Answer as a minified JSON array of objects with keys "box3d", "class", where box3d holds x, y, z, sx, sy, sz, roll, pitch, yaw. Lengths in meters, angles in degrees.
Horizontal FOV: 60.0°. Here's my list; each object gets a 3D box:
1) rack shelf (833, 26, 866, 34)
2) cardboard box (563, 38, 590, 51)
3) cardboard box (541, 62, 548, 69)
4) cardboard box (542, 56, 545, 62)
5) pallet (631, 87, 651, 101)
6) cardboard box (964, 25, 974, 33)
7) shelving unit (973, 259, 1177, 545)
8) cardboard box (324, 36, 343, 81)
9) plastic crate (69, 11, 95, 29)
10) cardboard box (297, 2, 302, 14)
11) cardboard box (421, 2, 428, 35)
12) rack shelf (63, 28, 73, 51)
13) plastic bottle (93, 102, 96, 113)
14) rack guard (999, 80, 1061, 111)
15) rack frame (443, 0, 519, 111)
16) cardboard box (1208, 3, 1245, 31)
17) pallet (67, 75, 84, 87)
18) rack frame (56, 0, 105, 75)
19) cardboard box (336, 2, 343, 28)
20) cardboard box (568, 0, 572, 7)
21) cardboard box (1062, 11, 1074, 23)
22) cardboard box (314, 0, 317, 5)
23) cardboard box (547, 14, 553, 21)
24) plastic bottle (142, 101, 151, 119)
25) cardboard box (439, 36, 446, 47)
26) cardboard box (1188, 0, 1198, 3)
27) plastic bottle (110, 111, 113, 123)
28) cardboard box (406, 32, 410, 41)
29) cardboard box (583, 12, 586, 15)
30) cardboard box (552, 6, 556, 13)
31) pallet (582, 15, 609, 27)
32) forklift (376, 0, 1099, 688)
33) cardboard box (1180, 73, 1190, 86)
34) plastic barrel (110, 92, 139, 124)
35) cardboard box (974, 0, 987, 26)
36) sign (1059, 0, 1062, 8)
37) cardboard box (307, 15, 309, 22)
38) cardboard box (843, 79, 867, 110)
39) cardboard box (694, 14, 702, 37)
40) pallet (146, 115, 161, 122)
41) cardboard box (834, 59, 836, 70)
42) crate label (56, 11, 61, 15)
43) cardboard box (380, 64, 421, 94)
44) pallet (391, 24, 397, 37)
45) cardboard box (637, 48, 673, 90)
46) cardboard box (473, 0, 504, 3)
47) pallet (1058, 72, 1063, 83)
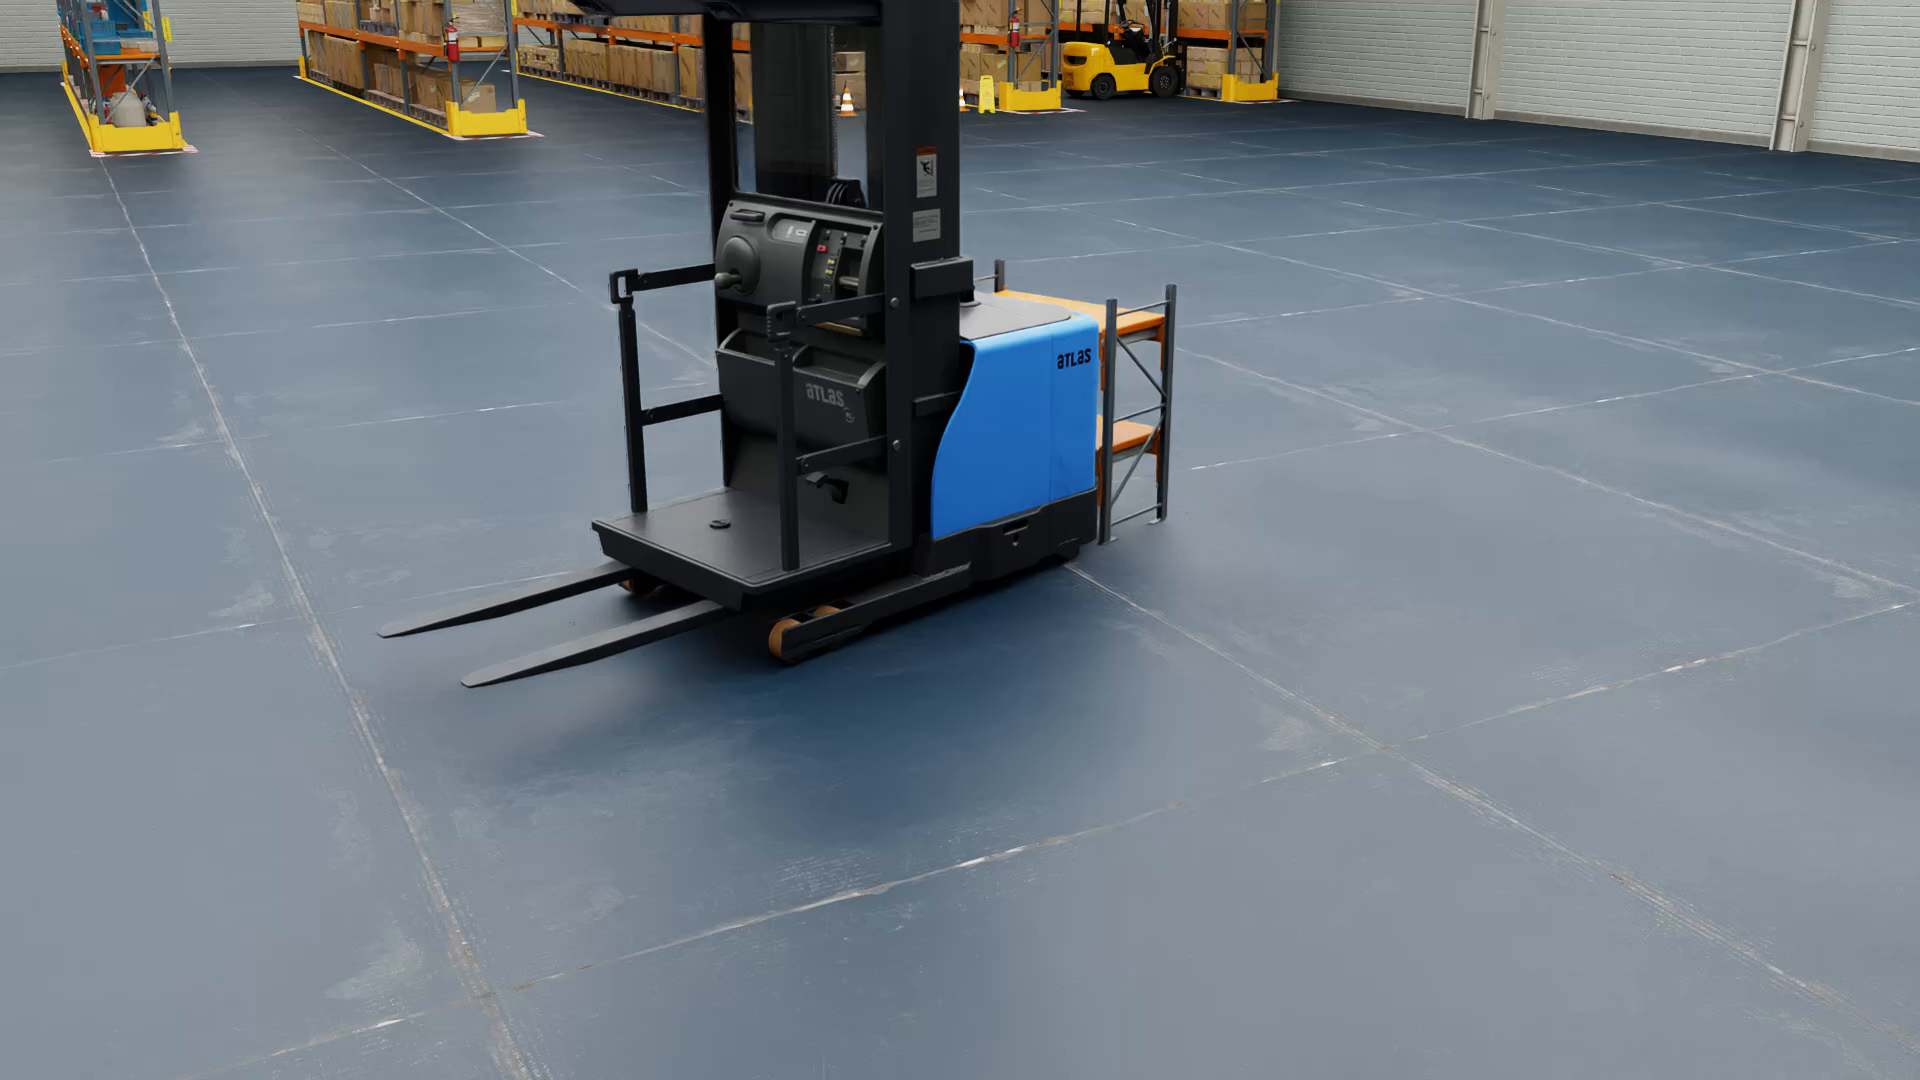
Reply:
[{"box3d":[-1.522,-10.718,35.195,1.077,0.370,4.000,-10,21,-27],"class":"rack shelf"},{"box3d":[-8.561,-11.103,37.247,0.500,0.250,0.500,-11,22,-29],"class":"cardboard box"},{"box3d":[-9.657,-11.192,39.194,0.380,0.149,0.250,-10,21,-27],"class":"cardboard box"},{"box3d":[-9.672,-11.404,39.353,0.380,0.149,0.250,-11,22,-29],"class":"cardboard box"},{"box3d":[-5.897,-8.930,33.187,1.003,0.211,1.213,-10,21,-27],"class":"pallet"},{"box3d":[0.292,-9.647,31.375,0.380,0.149,0.250,-10,22,-27],"class":"cardboard box"},{"box3d":[0.427,-0.682,7.884,1.048,1.125,0.538,16,25,38],"class":"shelving unit"},{"box3d":[-12.771,-10.259,35.376,1.225,0.875,0.875,-10,21,-26],"class":"cardboard box"},{"box3d":[-15.054,-8.849,28.578,0.402,0.464,0.583,-10,21,-27],"class":"plastic crate"},{"box3d":[-15.002,-12.283,38.404,0.500,0.250,0.500,-11,22,-28],"class":"cardboard box"},{"box3d":[-8.174,-8.425,26.840,0.875,0.500,0.500,-10,21,-27],"class":"cardboard box"},{"box3d":[-16.502,-9.564,31.851,1.077,0.370,4.000,-10,21,-27],"class":"rack shelf"},{"box3d":[-13.255,-6.611,25.579,0.144,0.351,0.185,-9,21,-24],"class":"plastic bottle"},{"box3d":[1.291,-8.175,30.557,1.175,0.500,0.348,-10,21,-27],"class":"rack guard"},{"box3d":[-7.394,-7.800,25.638,1.000,3.000,0.127,-10,21,-27],"class":"rack frame"},{"box3d":[5.229,-10.253,32.593,0.500,0.500,0.500,-11,22,-28],"class":"cardboard box"},{"box3d":[-18.994,-10.065,36.477,1.003,0.211,1.213,-10,21,-27],"class":"pallet"},{"box3d":[-19.351,-11.626,36.725,1.000,3.000,0.127,-10,21,-27],"class":"rack frame"},{"box3d":[-12.367,-10.686,33.848,0.500,0.500,0.500,-10,21,-26],"class":"cardboard box"},{"box3d":[-8.270,-11.644,36.064,0.380,0.149,0.250,-10,22,-28],"class":"cardboard box"},{"box3d":[2.620,-11.724,37.240,0.500,0.250,0.500,-9,21,-25],"class":"cardboard box"},{"box3d":[-13.781,-11.904,36.156,0.500,0.500,0.500,-10,21,-26],"class":"cardboard box"},{"box3d":[-9.239,-11.968,38.102,0.380,0.149,0.250,-11,22,-28],"class":"cardboard box"},{"box3d":[-12.775,-6.766,26.143,0.152,0.276,0.135,-10,21,-26],"class":"plastic bottle"},{"box3d":[-7.994,-7.867,26.216,0.380,0.149,0.250,-10,21,-27],"class":"cardboard box"},{"box3d":[4.790,-10.810,33.213,0.380,0.149,0.250,-11,22,-28],"class":"cardboard box"},{"box3d":[-13.072,-6.519,25.539,0.097,0.201,0.097,0,19,0],"class":"plastic bottle"},{"box3d":[-9.206,-8.580,28.283,0.380,0.149,0.250,-10,21,-27],"class":"cardboard box"},{"box3d":[-7.773,-11.204,35.242,0.380,0.149,0.250,-10,22,-27],"class":"cardboard box"},{"box3d":[-8.897,-11.880,37.202,0.380,0.149,0.250,-11,22,-29],"class":"cardboard box"},{"box3d":[-7.212,-10.933,35.012,1.213,0.211,1.003,-10,21,-27],"class":"pallet"},{"box3d":[-0.790,-1.110,6.355,3.031,2.935,1.130,-18,26,-42],"class":"forklift"},{"box3d":[4.735,-9.379,33.785,0.500,0.250,0.500,-10,21,-26],"class":"cardboard box"},{"box3d":[-12.371,-6.376,24.682,0.421,0.512,0.421,0,19,0],"class":"plastic barrel"},{"box3d":[0.593,-9.781,30.768,0.500,0.500,0.500,-10,21,-27],"class":"cardboard box"},{"box3d":[1.805,-9.829,30.189,0.100,0.325,0.005,-10,21,-27],"class":"sign"},{"box3d":[-14.501,-11.753,37.478,0.380,0.149,0.250,-10,22,-27],"class":"cardboard box"},{"box3d":[-1.735,-8.267,30.818,0.637,0.503,0.797,7,20,20],"class":"cardboard box"},{"box3d":[-4.261,-9.327,29.833,0.875,0.550,0.550,-10,21,-27],"class":"cardboard box"},{"box3d":[-13.370,-6.664,26.620,1.003,0.211,1.213,-10,21,-27],"class":"pallet"},{"box3d":[-2.212,-10.424,36.627,0.950,0.372,0.625,-12,22,-30],"class":"cardboard box"},{"box3d":[-19.524,-11.453,36.390,0.416,0.233,0.303,-10,21,-27],"class":"crate label"},{"box3d":[-10.583,-8.777,31.625,0.700,0.500,0.500,-12,22,-31],"class":"cardboard box"},{"box3d":[-9.529,-9.100,29.698,1.003,0.211,1.213,-10,21,-27],"class":"pallet"},{"box3d":[-5.709,-9.265,32.687,1.050,0.750,0.750,-10,21,-27],"class":"cardboard box"},{"box3d":[-7.416,-8.661,25.990,0.500,0.500,0.500,-10,21,-27],"class":"cardboard box"},{"box3d":[2.827,-10.491,37.712,1.003,0.211,1.213,-10,21,-27],"class":"pallet"}]
